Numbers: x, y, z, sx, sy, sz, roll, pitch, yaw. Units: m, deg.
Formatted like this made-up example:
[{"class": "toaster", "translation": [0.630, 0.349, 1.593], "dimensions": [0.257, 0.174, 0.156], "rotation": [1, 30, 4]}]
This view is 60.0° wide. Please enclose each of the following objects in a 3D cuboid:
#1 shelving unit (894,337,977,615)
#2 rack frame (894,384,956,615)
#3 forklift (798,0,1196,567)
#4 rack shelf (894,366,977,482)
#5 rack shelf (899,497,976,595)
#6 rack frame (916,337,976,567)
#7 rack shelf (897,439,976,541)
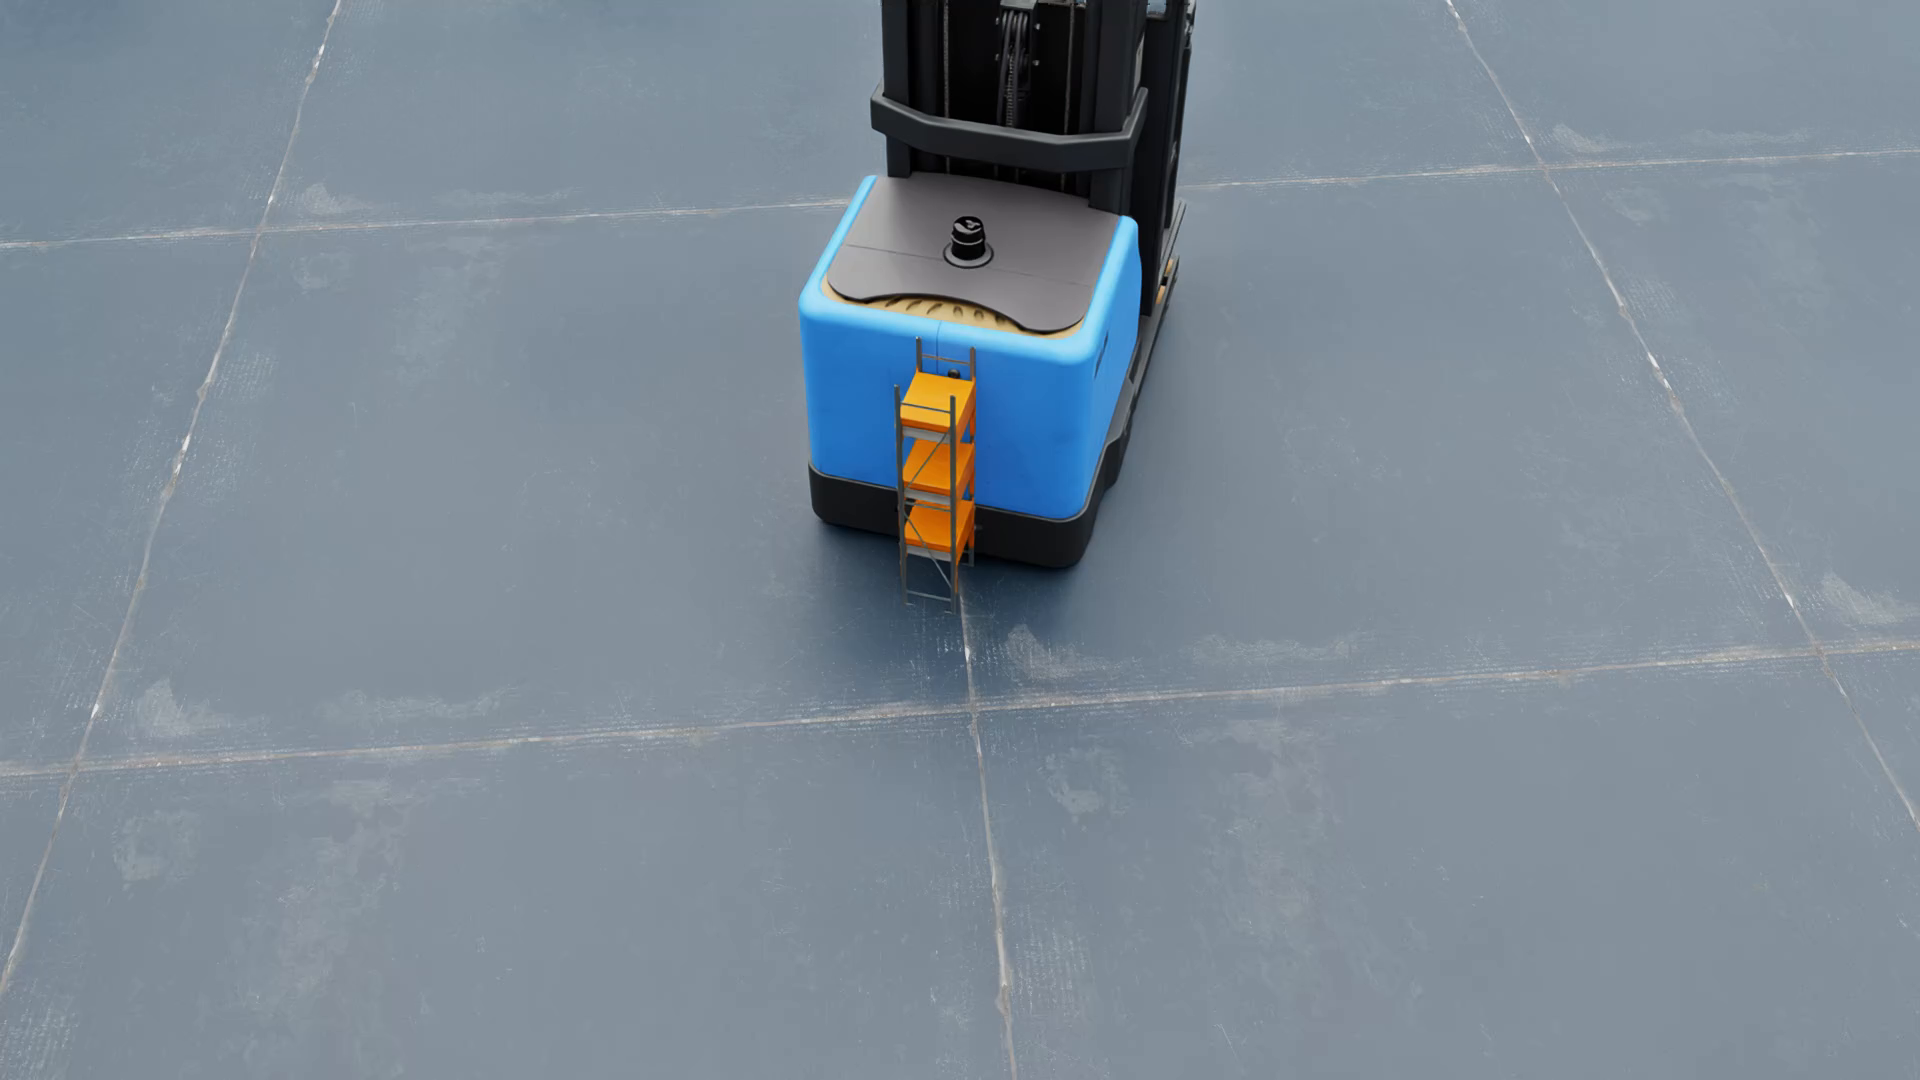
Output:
[{"class": "shelving unit", "translation": [-0.079, -0.196, 5.713], "dimensions": [0.215, 1.050, 0.252], "rotation": [11, 48, 11]}, {"class": "rack frame", "translation": [-0.111, -0.111, 5.632], "dimensions": [0.200, 1.050, 0.008], "rotation": [11, 48, 11]}, {"class": "forklift", "translation": [0.326, -2.001, 6.126], "dimensions": [1.130, 2.935, 3.031], "rotation": [11, 48, 11]}, {"class": "rack shelf", "translation": [-0.079, -0.384, 5.514], "dimensions": [0.215, 0.259, 0.240], "rotation": [11, 48, 11]}, {"class": "rack shelf", "translation": [-0.079, 0.002, 5.922], "dimensions": [0.215, 0.259, 0.240], "rotation": [11, 48, 11]}, {"class": "rack frame", "translation": [-0.046, -0.282, 5.794], "dimensions": [0.200, 1.050, 0.008], "rotation": [11, 48, 11]}, {"class": "rack shelf", "translation": [-0.079, -0.189, 5.720], "dimensions": [0.215, 0.259, 0.240], "rotation": [11, 48, 11]}]
